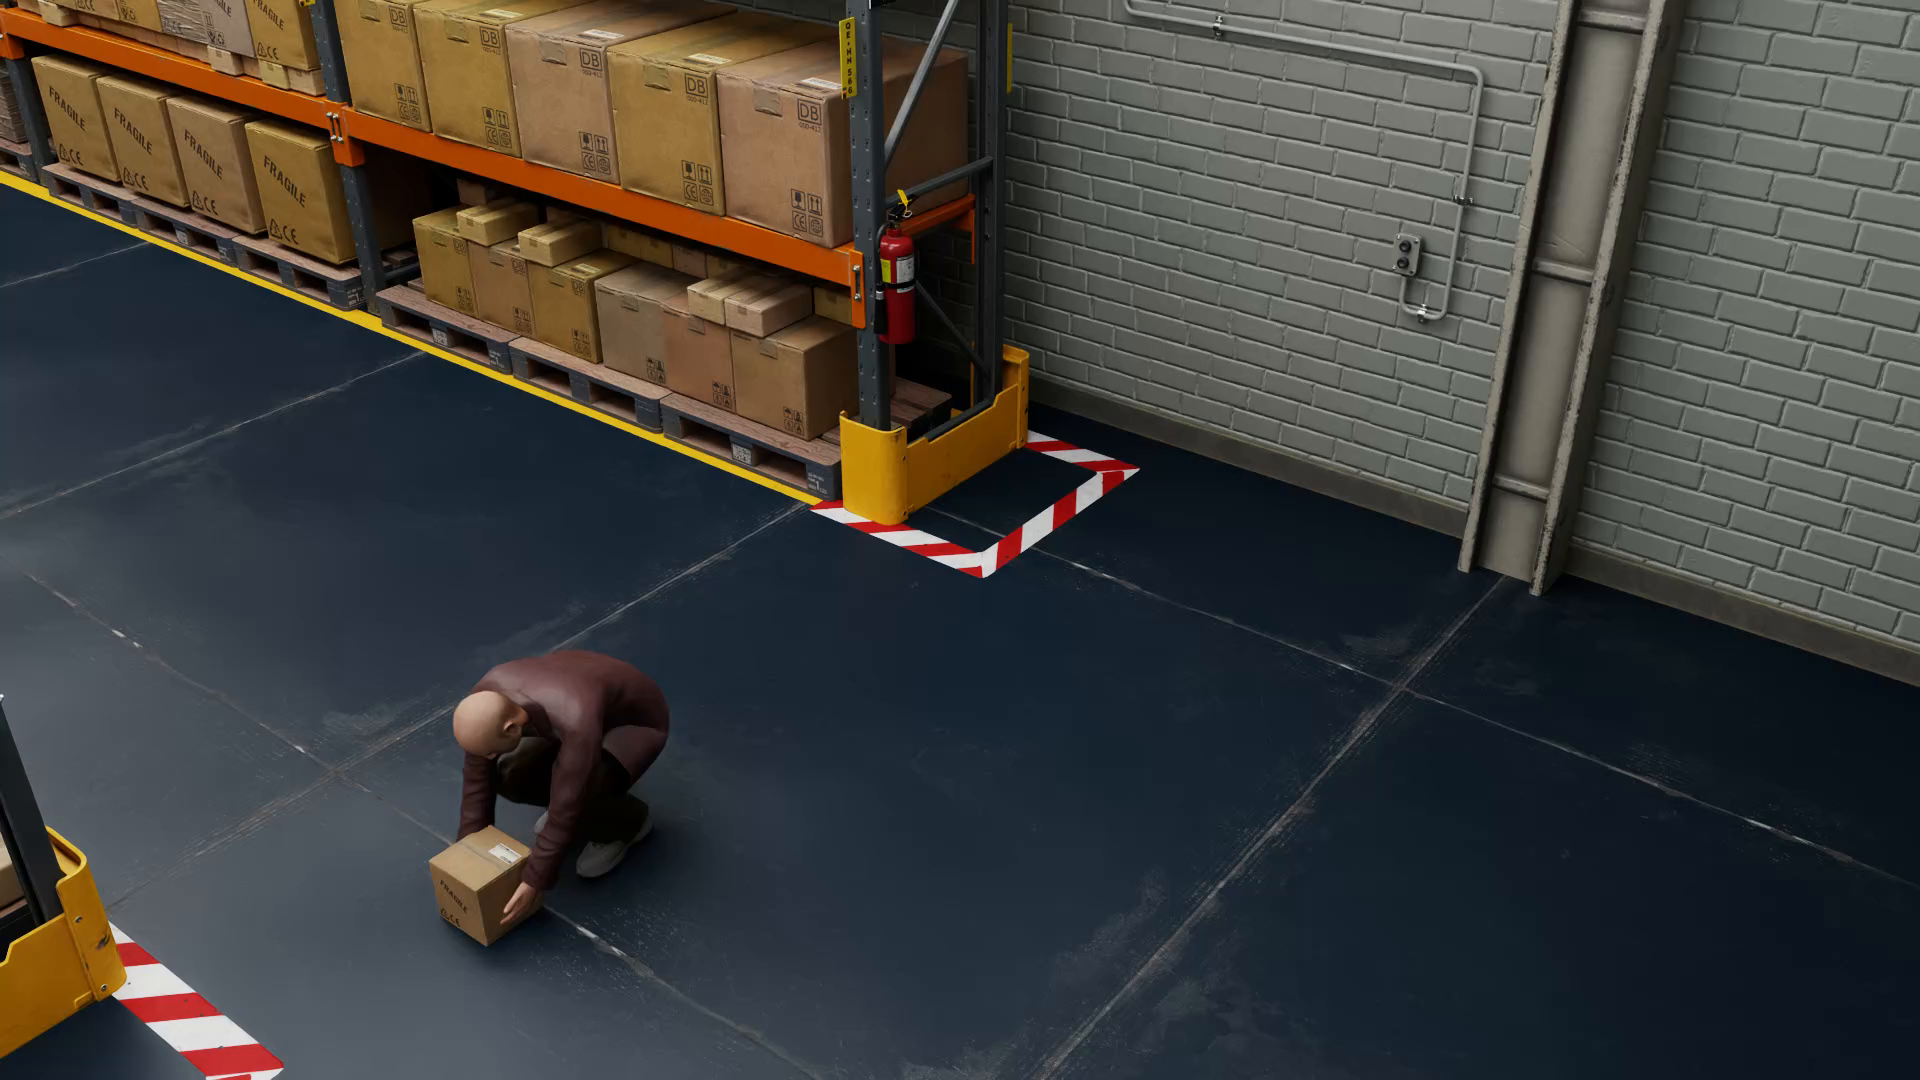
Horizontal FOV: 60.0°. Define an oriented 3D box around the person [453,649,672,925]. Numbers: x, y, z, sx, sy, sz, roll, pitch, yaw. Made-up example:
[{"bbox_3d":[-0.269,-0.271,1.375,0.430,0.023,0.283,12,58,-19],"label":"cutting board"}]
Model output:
[{"bbox_3d":[-1.381,0.772,5.765,0.606,0.837,0.906,21,36,31],"label":"person"}]
